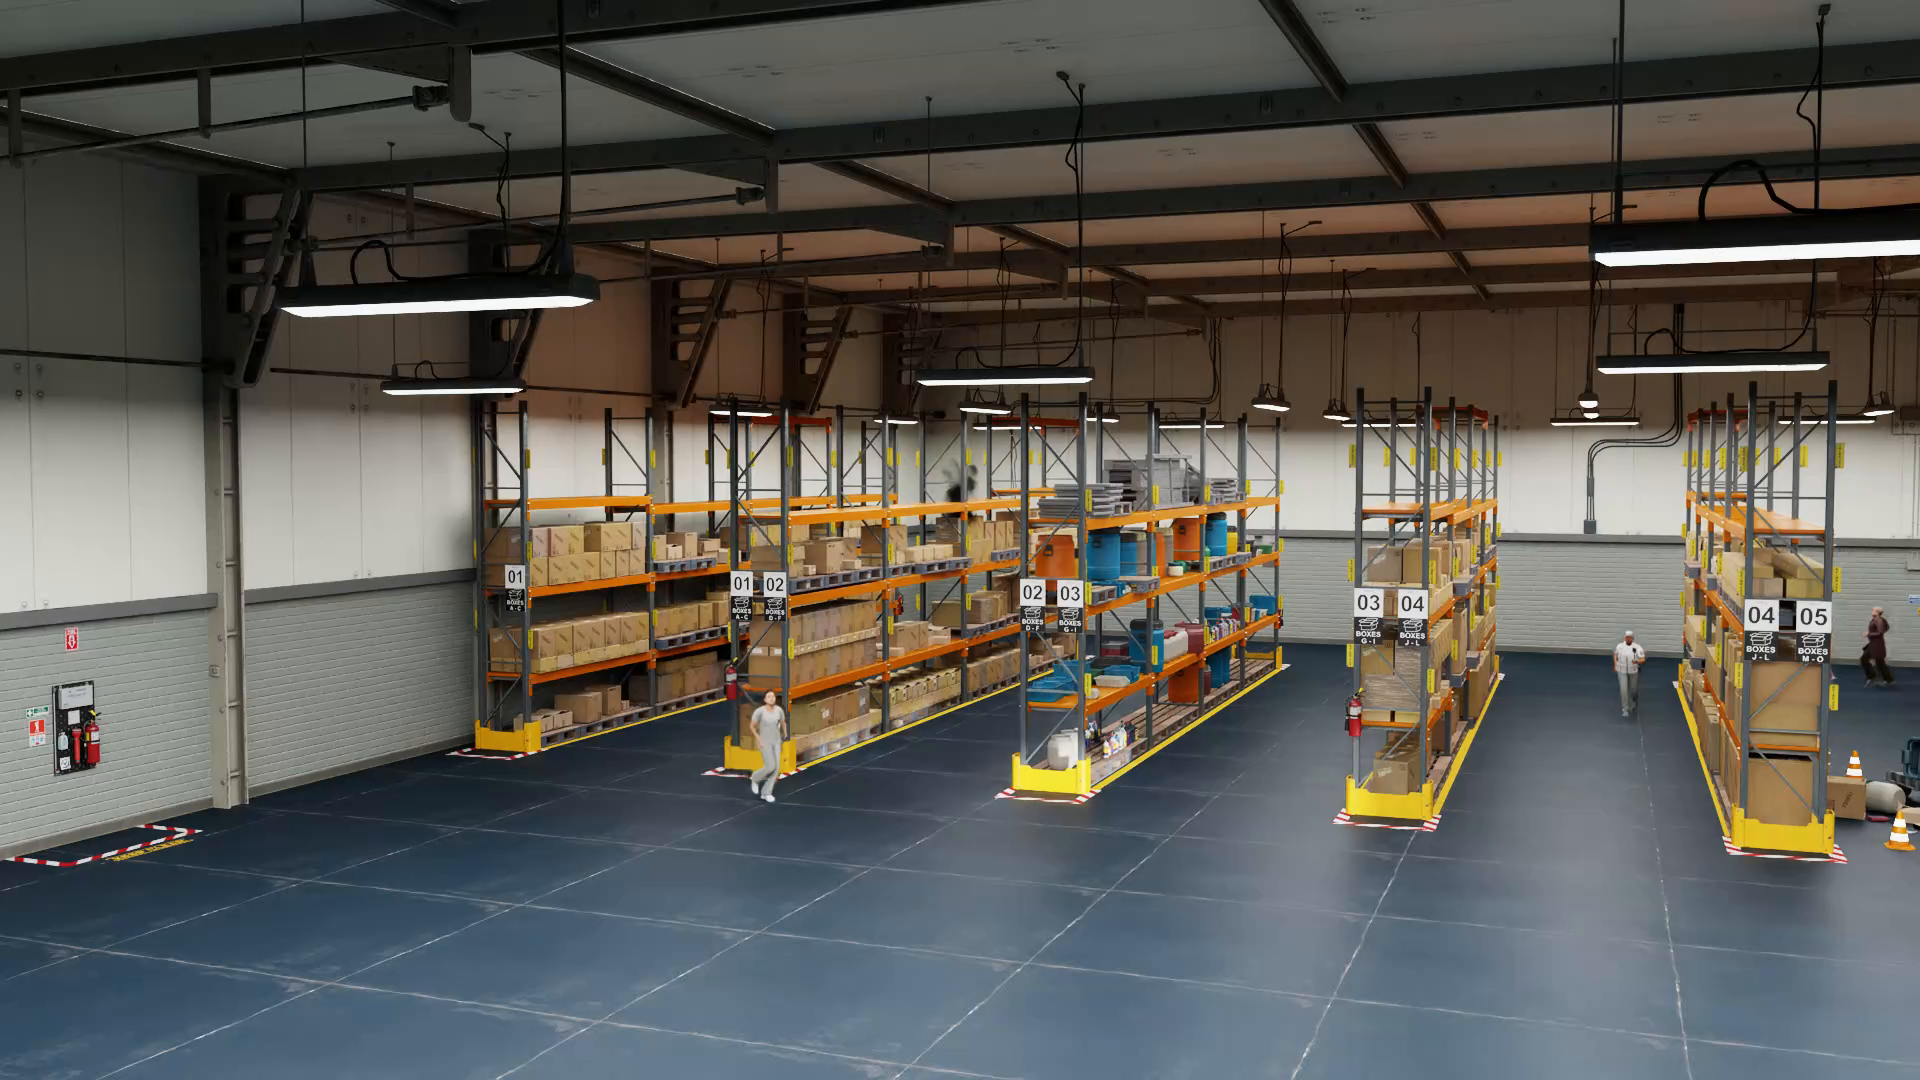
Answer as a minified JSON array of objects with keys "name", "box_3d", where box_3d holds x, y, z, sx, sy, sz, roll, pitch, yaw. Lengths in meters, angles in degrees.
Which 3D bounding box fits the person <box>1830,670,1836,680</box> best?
[{"name":"person","box_3d":[18.877,2.355,36.762,0.879,1.688,0.565,1,3,22]}]

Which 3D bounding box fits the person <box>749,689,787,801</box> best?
[{"name":"person","box_3d":[-2.787,3.003,24.410,0.557,1.637,0.593,-2,3,-35]}]

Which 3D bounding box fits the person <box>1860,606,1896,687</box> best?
[{"name":"person","box_3d":[20.053,2.361,36.277,0.720,1.826,0.725,1,3,22]}]

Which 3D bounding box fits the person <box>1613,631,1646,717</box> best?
[{"name":"person","box_3d":[13.056,2.588,32.456,0.610,1.644,0.855,1,3,26]}]
